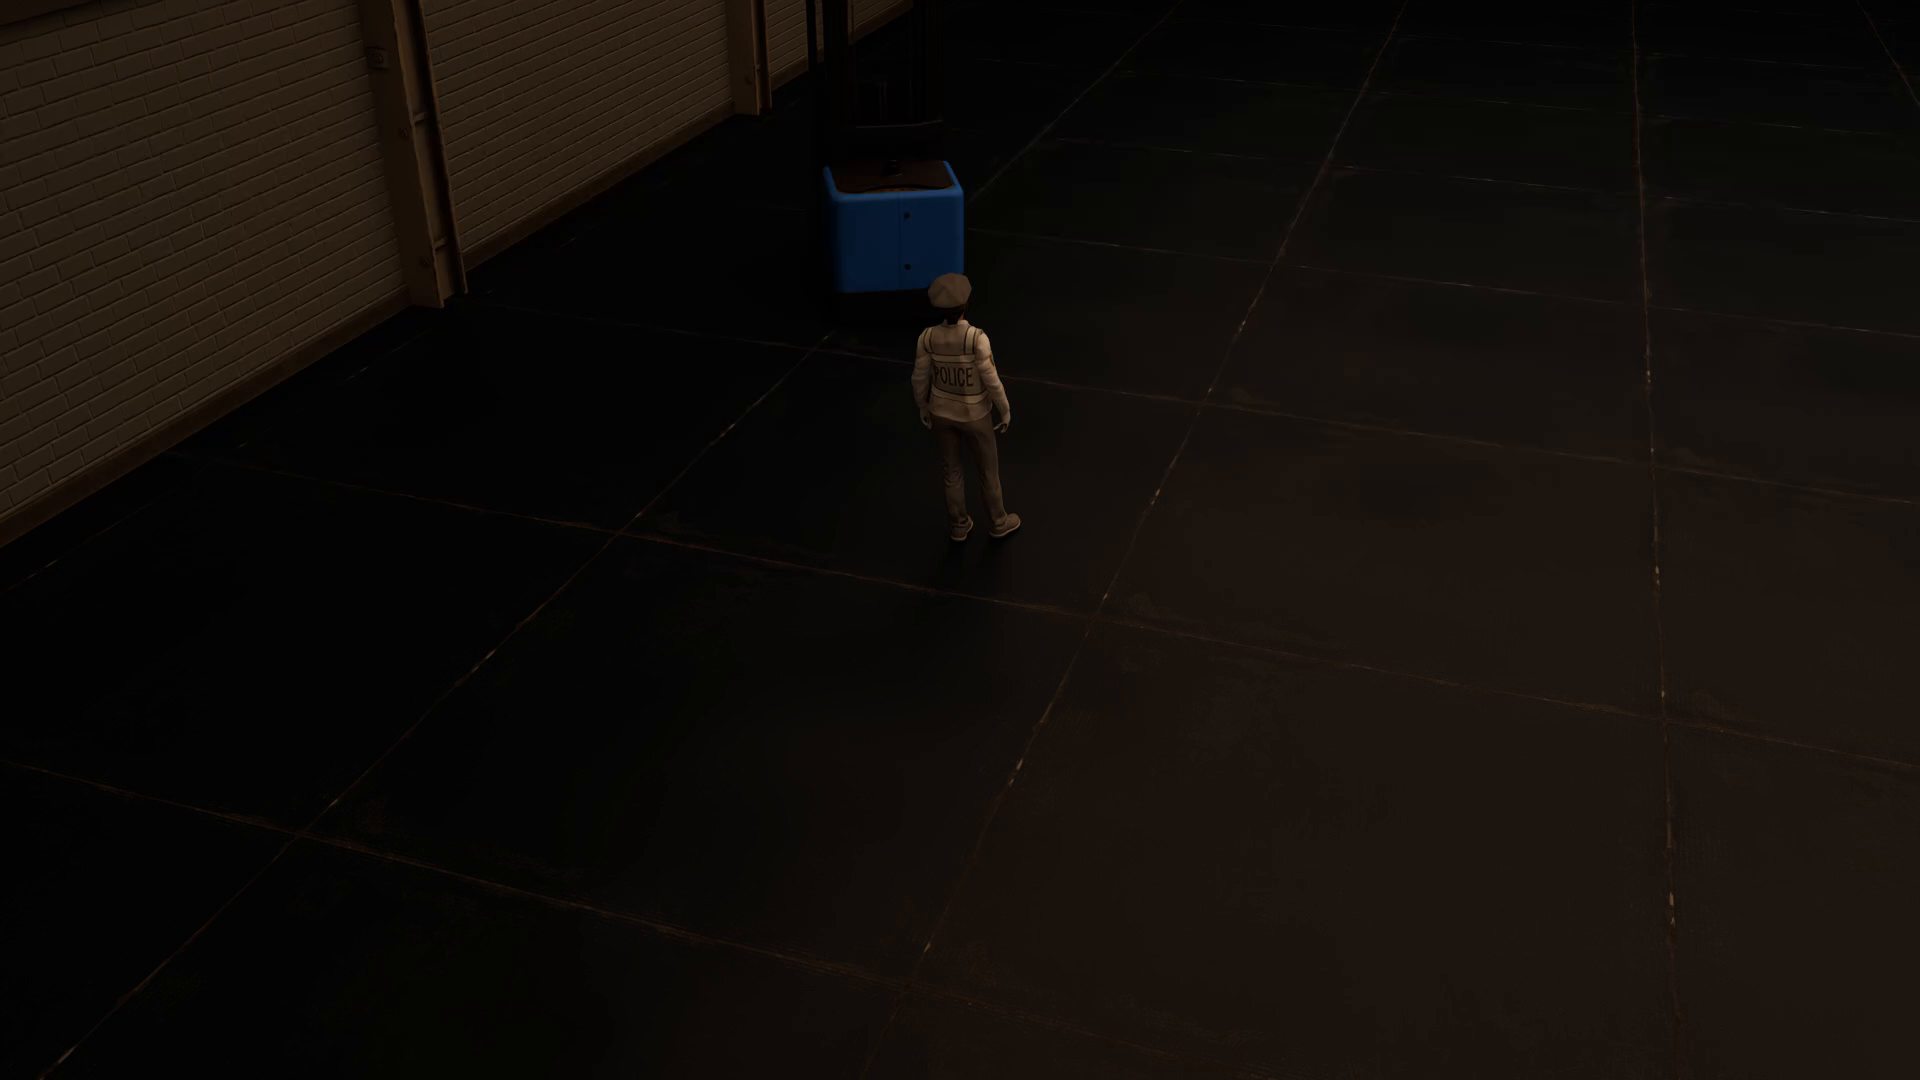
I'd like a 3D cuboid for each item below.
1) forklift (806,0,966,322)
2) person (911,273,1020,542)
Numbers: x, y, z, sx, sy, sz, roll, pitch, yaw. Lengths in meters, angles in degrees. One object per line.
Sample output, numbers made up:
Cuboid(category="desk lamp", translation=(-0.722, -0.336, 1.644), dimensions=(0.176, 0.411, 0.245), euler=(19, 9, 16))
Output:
Cuboid(category="forklift", translation=(-0.699, -3.674, 13.581), dimensions=(1.130, 2.935, 3.031), euler=(-5, 30, -8))
Cuboid(category="person", translation=(0.029, -0.774, 9.728), dimensions=(0.586, 1.694, 0.530), euler=(10, 31, 16))
